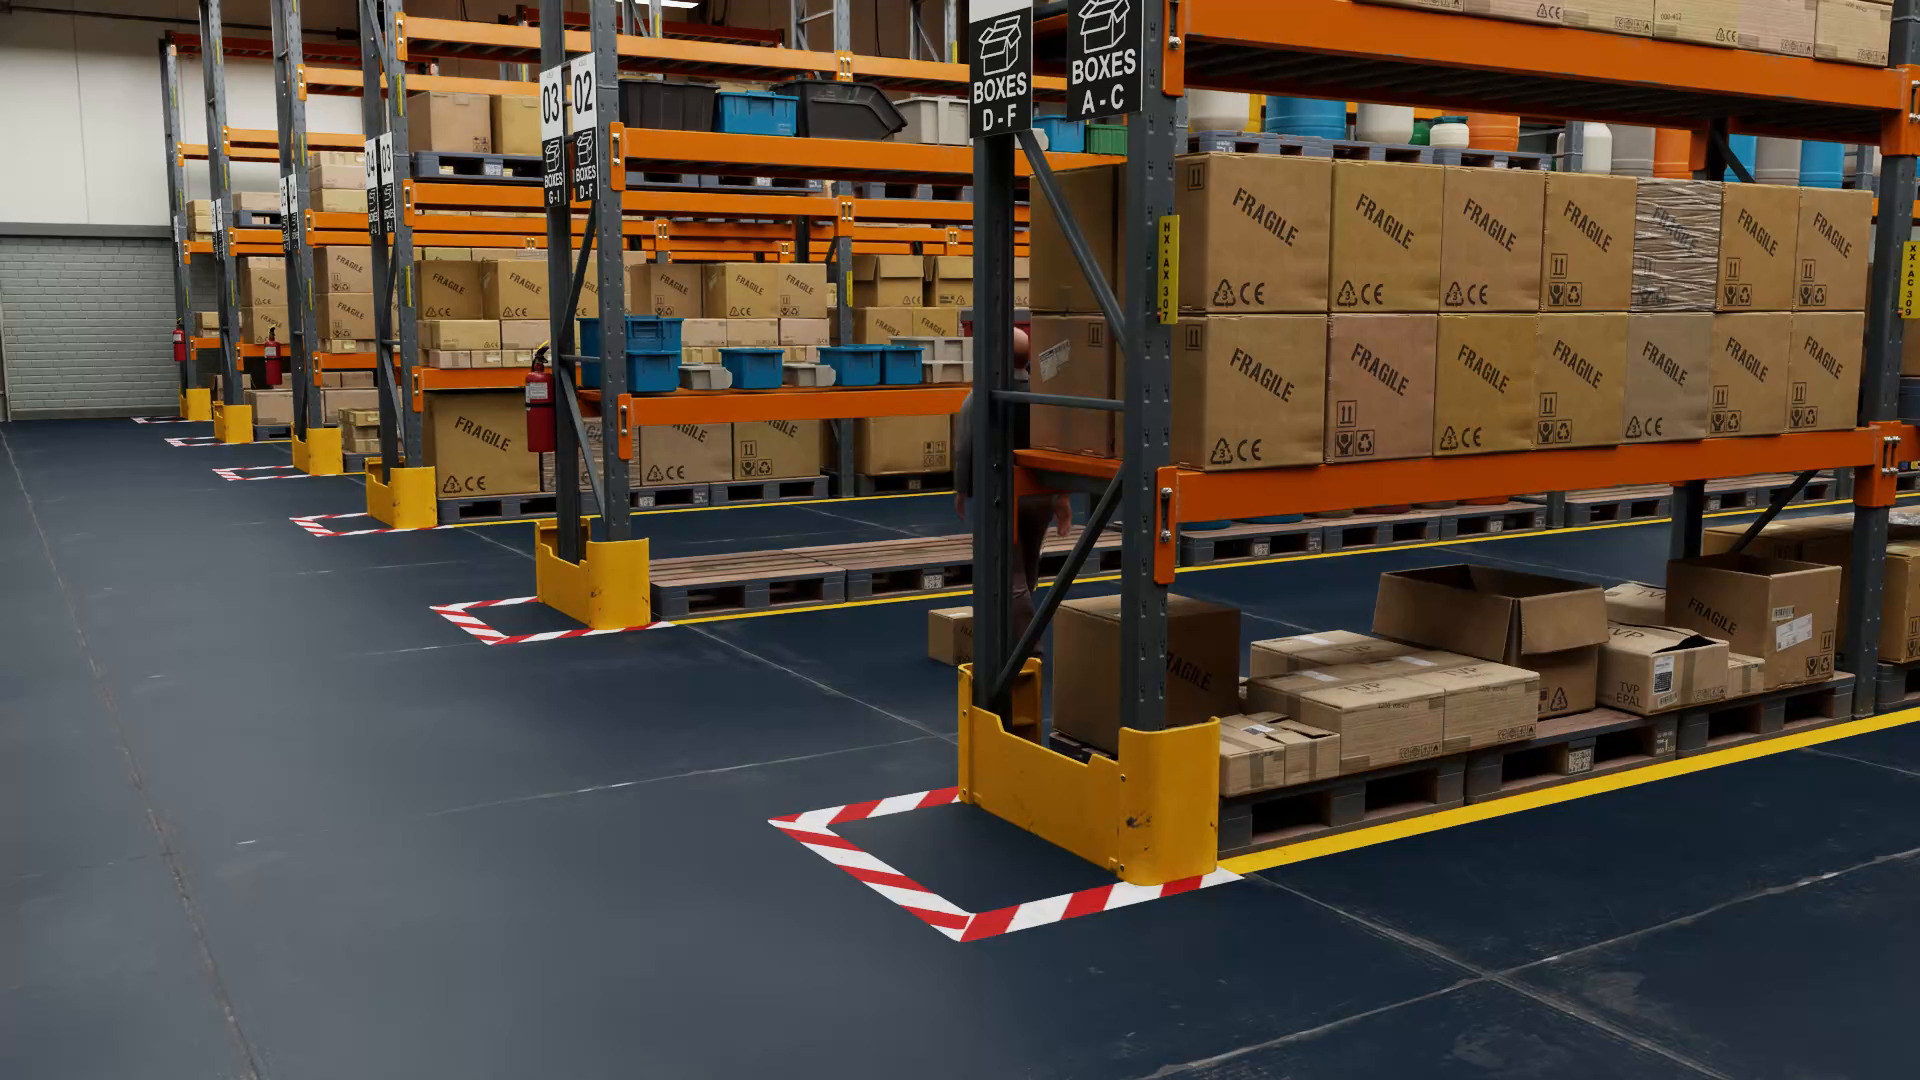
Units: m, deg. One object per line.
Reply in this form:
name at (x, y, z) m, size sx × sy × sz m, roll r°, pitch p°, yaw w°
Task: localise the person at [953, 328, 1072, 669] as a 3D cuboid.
person at (0.188, -0.204, 8.245) m, size 0.549 × 1.690 × 0.921 m, roll -4°, pitch 9°, yaw -25°
